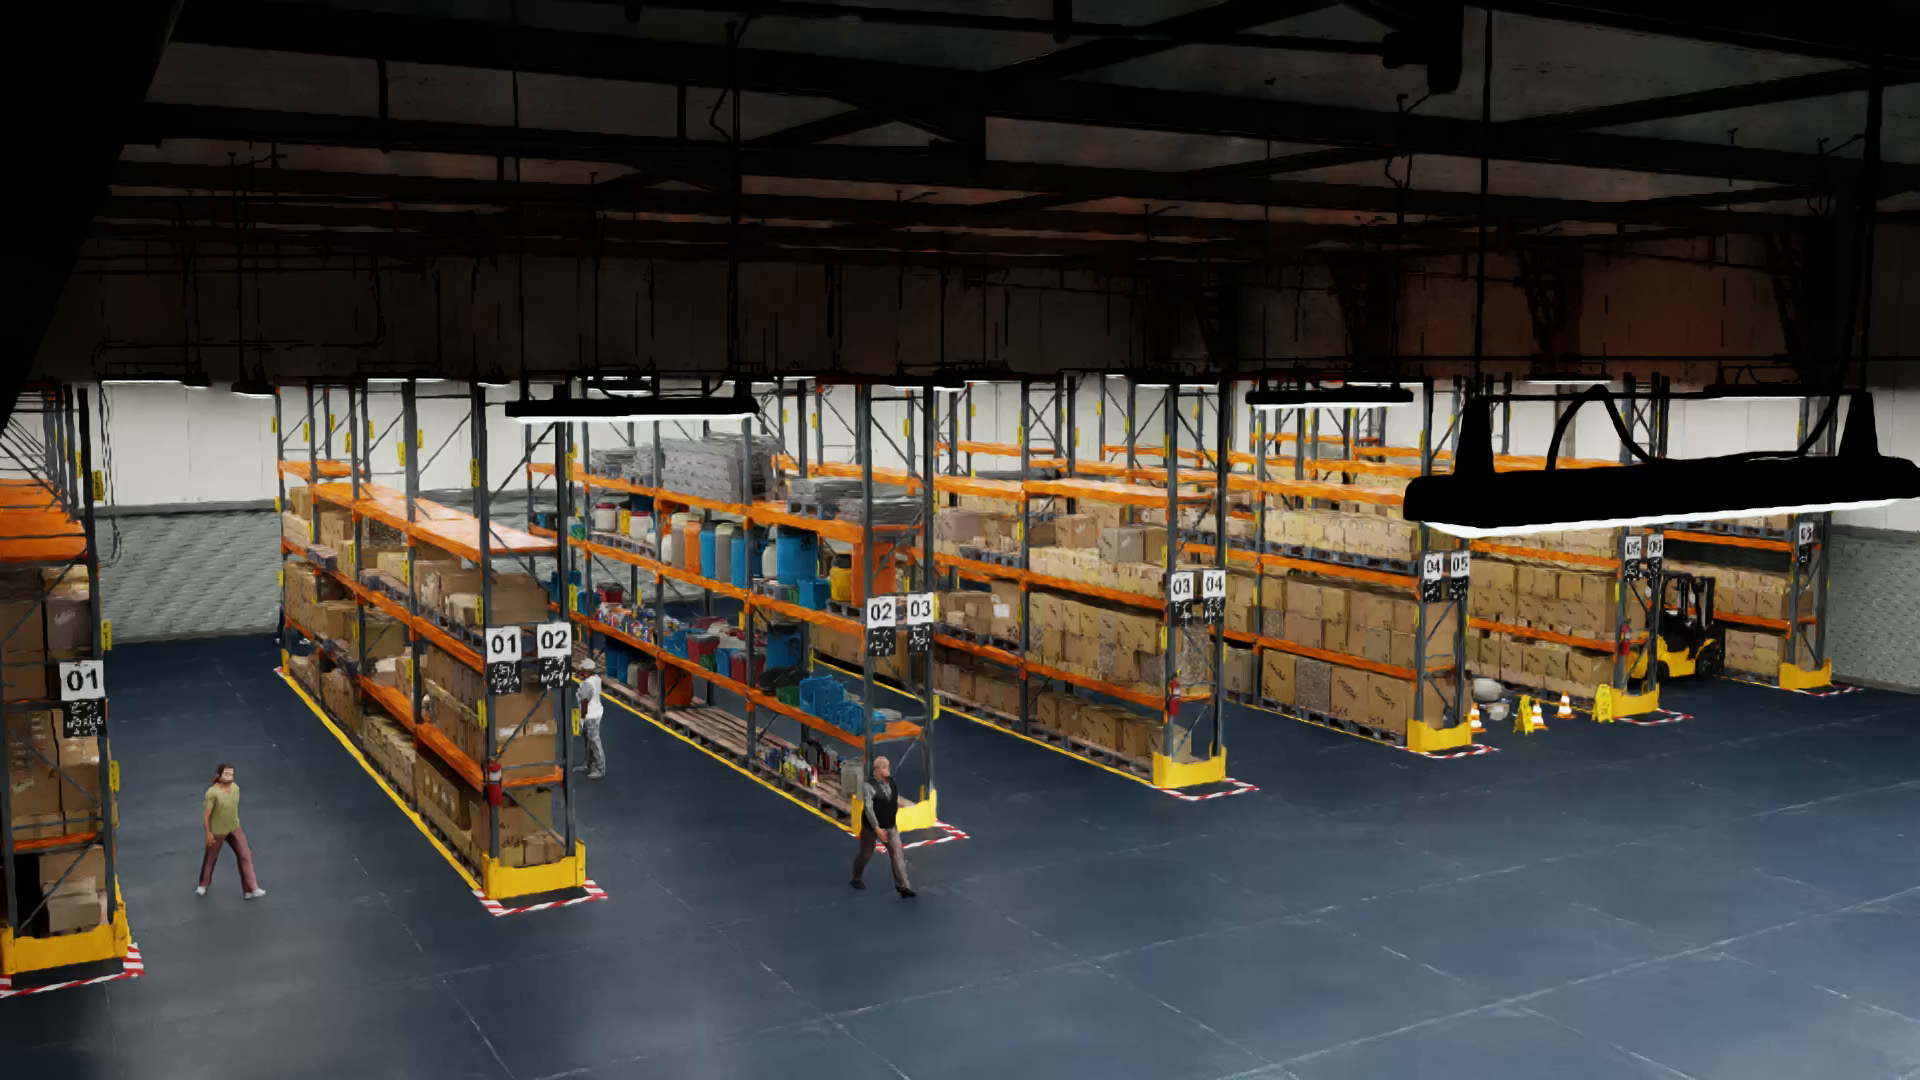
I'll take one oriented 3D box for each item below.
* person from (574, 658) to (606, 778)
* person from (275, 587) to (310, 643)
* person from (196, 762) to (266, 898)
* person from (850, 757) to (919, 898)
[{"bbox_3d":[-5.651,2.676,25.219,0.565,1.779,0.662,0,6,0],"label":"person"},{"bbox_3d":[-14.854,1.586,36.850,0.780,1.418,0.568,5,8,41],"label":"person"},{"bbox_3d":[-8.626,3.398,19.516,0.949,1.622,0.485,5,8,37],"label":"person"},{"bbox_3d":[-0.933,3.361,19.545,0.538,1.664,1.023,-5,8,-38],"label":"person"}]
